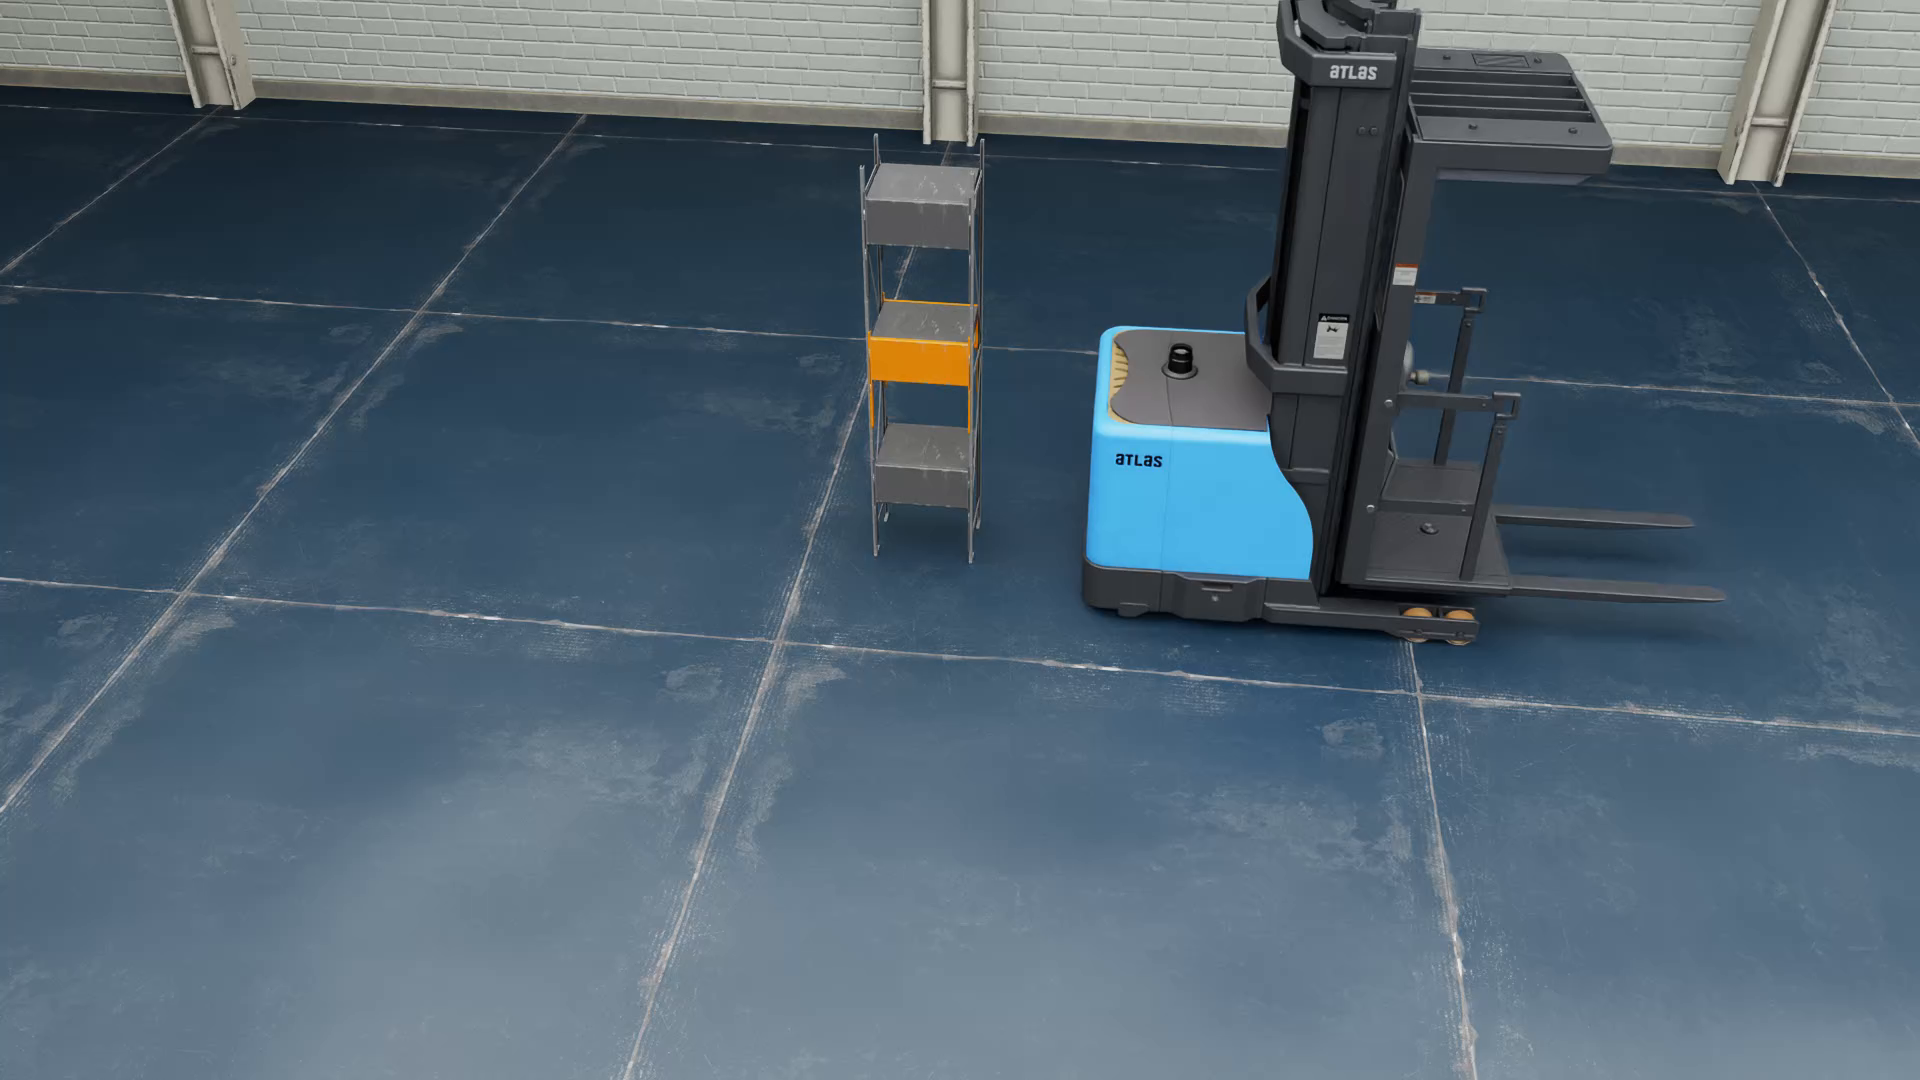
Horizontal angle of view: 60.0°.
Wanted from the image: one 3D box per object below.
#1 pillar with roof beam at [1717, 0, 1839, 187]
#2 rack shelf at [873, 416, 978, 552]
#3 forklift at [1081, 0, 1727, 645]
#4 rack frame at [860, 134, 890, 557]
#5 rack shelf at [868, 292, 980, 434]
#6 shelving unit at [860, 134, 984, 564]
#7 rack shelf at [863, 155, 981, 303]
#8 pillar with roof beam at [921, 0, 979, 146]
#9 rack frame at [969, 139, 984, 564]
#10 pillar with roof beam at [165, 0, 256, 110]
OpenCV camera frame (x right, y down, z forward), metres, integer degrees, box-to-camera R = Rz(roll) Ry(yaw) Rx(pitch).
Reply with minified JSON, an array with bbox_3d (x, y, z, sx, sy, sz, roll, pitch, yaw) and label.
[{"bbox_3d":[5.332,-3.891,6.313,0.400,9.000,9.100,4,36,6],"label":"pillar with roof beam"},{"bbox_3d":[-0.164,-0.286,8.429,0.480,0.518,0.431,4,36,6],"label":"rack shelf"},{"bbox_3d":[2.144,-1.020,7.514,3.031,2.935,1.130,4,36,5],"label":"forklift"},{"bbox_3d":[-0.406,-0.885,8.040,0.015,2.100,0.400,4,36,6],"label":"rack frame"},{"bbox_3d":[-0.164,-0.856,8.022,0.480,0.518,0.431,4,36,6],"label":"rack shelf"},{"bbox_3d":[-0.164,-0.867,8.014,0.503,2.100,0.431,4,36,6],"label":"shelving unit"},{"bbox_3d":[-0.164,-1.426,7.616,0.480,0.518,0.431,4,36,6],"label":"rack shelf"},{"bbox_3d":[-0.619,-4.335,6.935,0.400,9.000,9.100,4,36,6],"label":"pillar with roof beam"},{"bbox_3d":[0.078,-0.849,7.989,0.015,2.100,0.400,4,36,6],"label":"rack frame"},{"bbox_3d":[-6.570,-4.779,7.557,0.400,9.000,9.100,4,36,6],"label":"pillar with roof beam"}]
